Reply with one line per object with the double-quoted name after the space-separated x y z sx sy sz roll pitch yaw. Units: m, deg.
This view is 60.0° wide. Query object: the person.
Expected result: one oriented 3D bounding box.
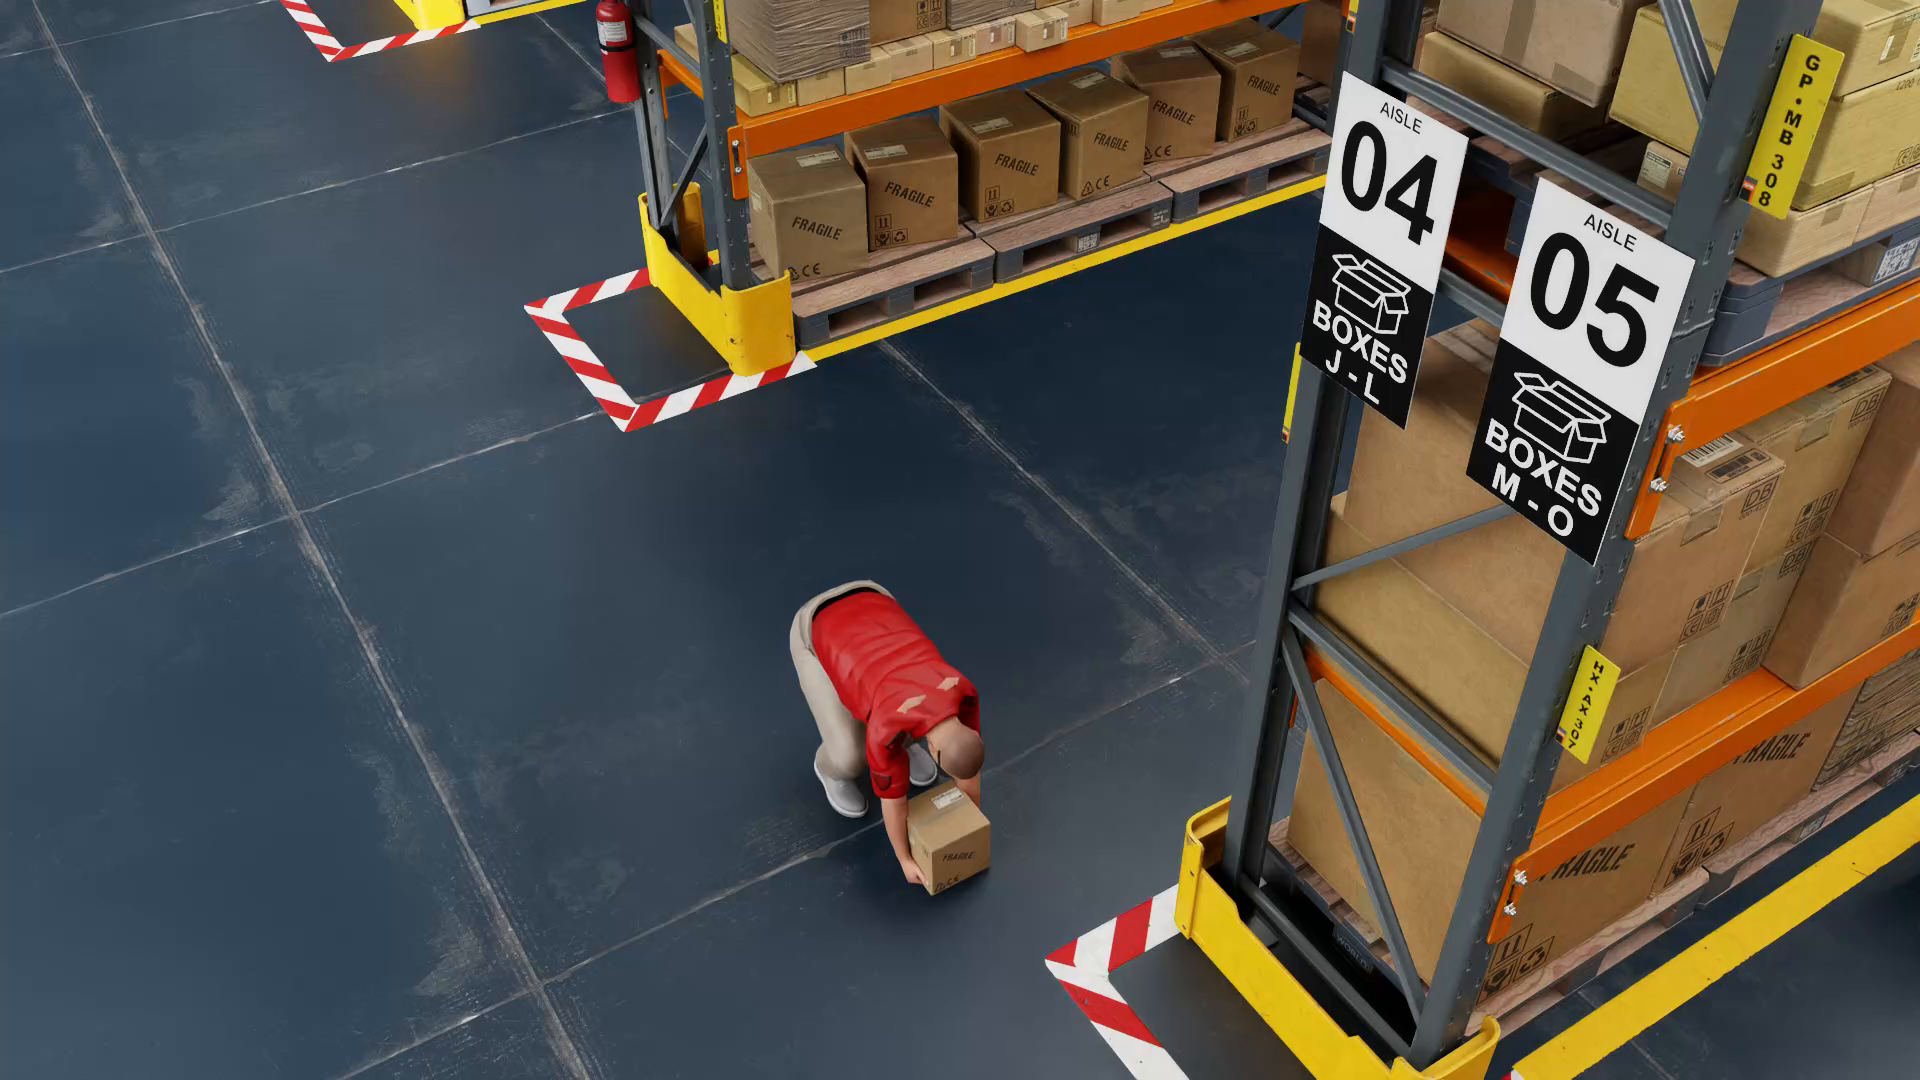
-0.281 0.629 6.098 0.544 0.867 0.782 -24 46 -26 "person"
